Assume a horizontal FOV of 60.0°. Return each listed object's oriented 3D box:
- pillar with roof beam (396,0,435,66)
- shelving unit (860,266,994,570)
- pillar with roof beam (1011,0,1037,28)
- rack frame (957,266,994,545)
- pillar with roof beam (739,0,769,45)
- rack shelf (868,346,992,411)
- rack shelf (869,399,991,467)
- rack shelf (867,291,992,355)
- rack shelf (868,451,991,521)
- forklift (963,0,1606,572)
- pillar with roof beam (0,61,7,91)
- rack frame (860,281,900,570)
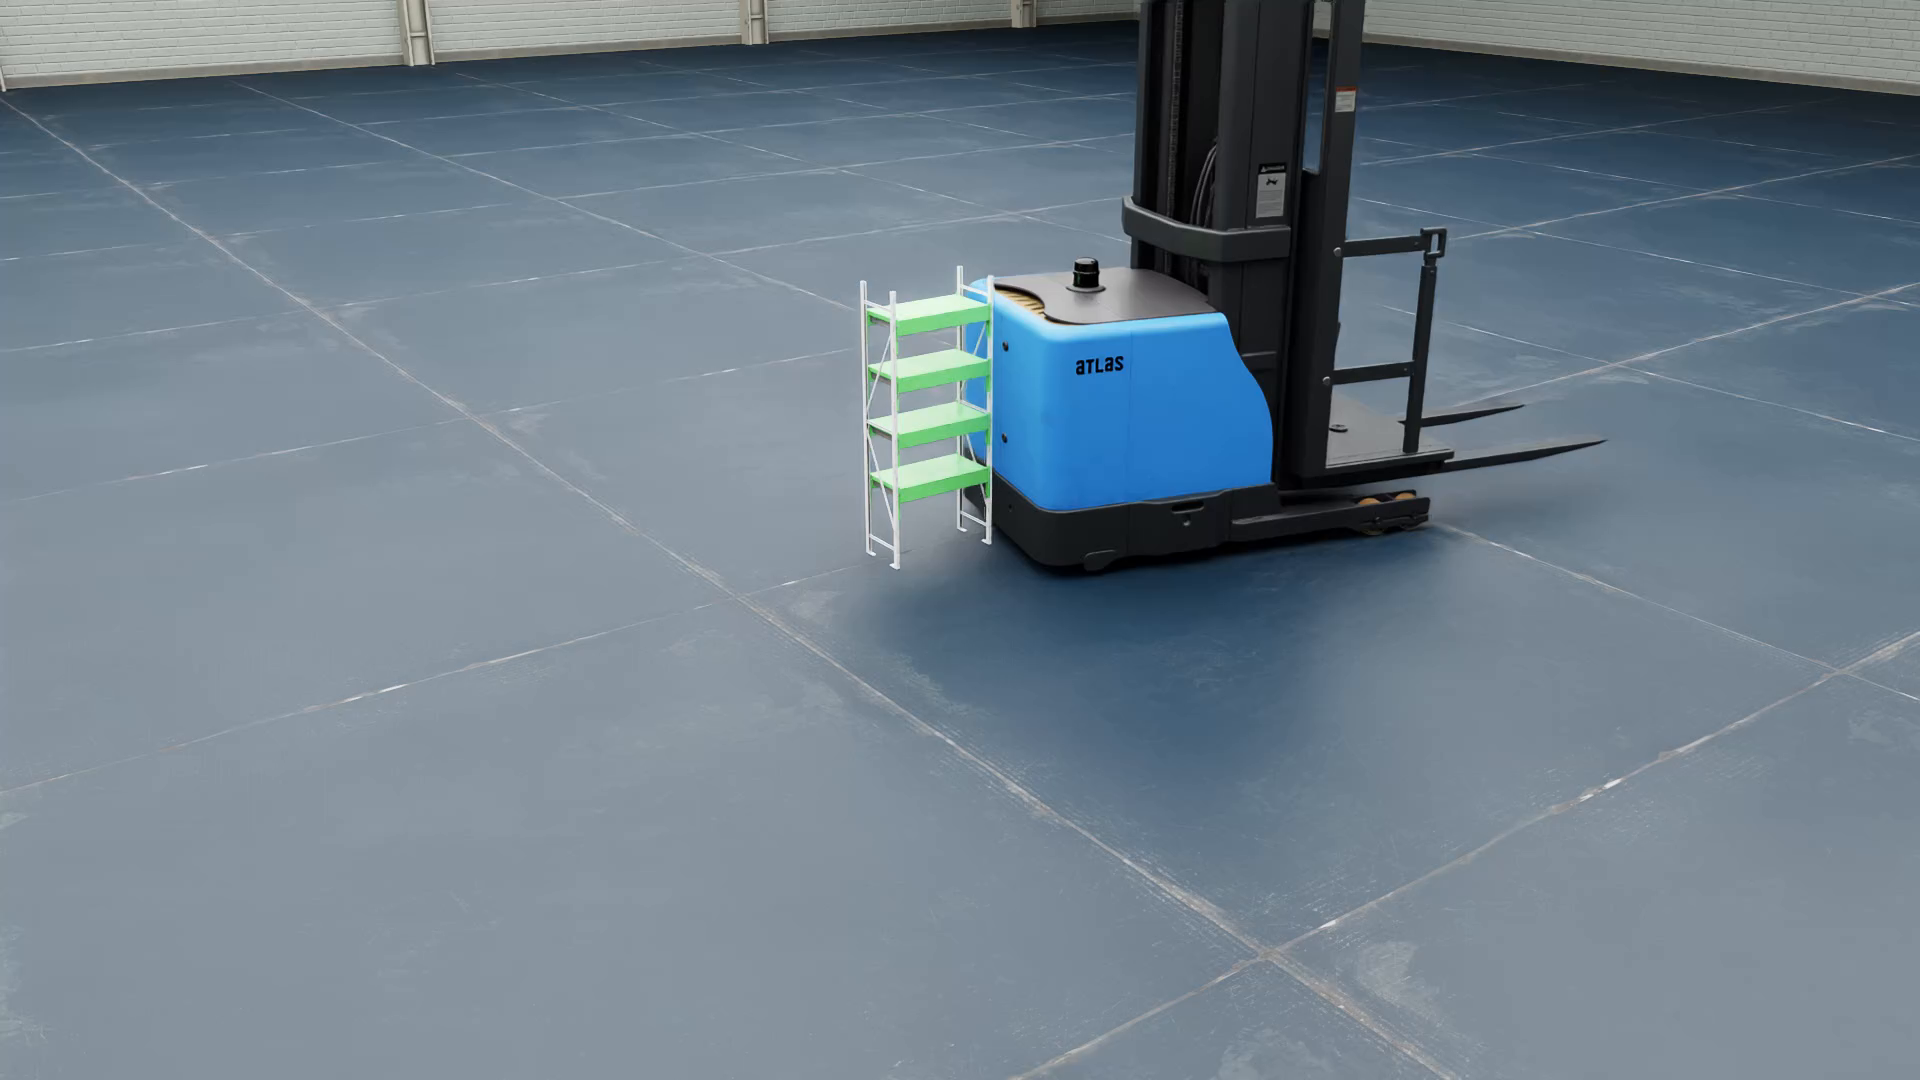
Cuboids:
[{"bbox_3d":[-5.980,-10.361,21.220,0.400,9.000,9.100,-15,26,-33],"label":"pillar with roof beam"},{"bbox_3d":[-0.134,-0.521,7.084,0.503,1.200,0.258,-15,26,-33],"label":"shelving unit"},{"bbox_3d":[3.761,-12.959,27.730,0.400,9.000,9.100,-15,26,-33],"label":"pillar with roof beam"},{"bbox_3d":[0.064,-0.574,7.217,0.015,1.200,0.240,-15,26,-33],"label":"rack frame"},{"bbox_3d":[-1.109,-11.660,24.475,0.400,9.000,9.100,-15,26,-33],"label":"pillar with roof beam"},{"bbox_3d":[-0.134,-0.685,7.019,0.480,0.148,0.258,-15,26,-33],"label":"rack shelf"},{"bbox_3d":[-0.134,-0.462,7.108,0.480,0.148,0.258,-15,26,-33],"label":"rack shelf"},{"bbox_3d":[-0.134,-0.908,6.930,0.480,0.148,0.258,-15,26,-33],"label":"rack shelf"},{"bbox_3d":[-0.134,-0.239,7.197,0.480,0.148,0.258,-15,26,-33],"label":"rack shelf"},{"bbox_3d":[1.581,-1.554,7.336,3.031,2.935,1.130,-8,23,-19],"label":"forklift"},{"bbox_3d":[-10.850,-9.063,17.966,0.400,9.000,9.100,-15,26,-33],"label":"pillar with roof beam"},{"bbox_3d":[-0.332,-0.469,6.952,0.015,1.200,0.240,-15,26,-33],"label":"rack frame"}]
